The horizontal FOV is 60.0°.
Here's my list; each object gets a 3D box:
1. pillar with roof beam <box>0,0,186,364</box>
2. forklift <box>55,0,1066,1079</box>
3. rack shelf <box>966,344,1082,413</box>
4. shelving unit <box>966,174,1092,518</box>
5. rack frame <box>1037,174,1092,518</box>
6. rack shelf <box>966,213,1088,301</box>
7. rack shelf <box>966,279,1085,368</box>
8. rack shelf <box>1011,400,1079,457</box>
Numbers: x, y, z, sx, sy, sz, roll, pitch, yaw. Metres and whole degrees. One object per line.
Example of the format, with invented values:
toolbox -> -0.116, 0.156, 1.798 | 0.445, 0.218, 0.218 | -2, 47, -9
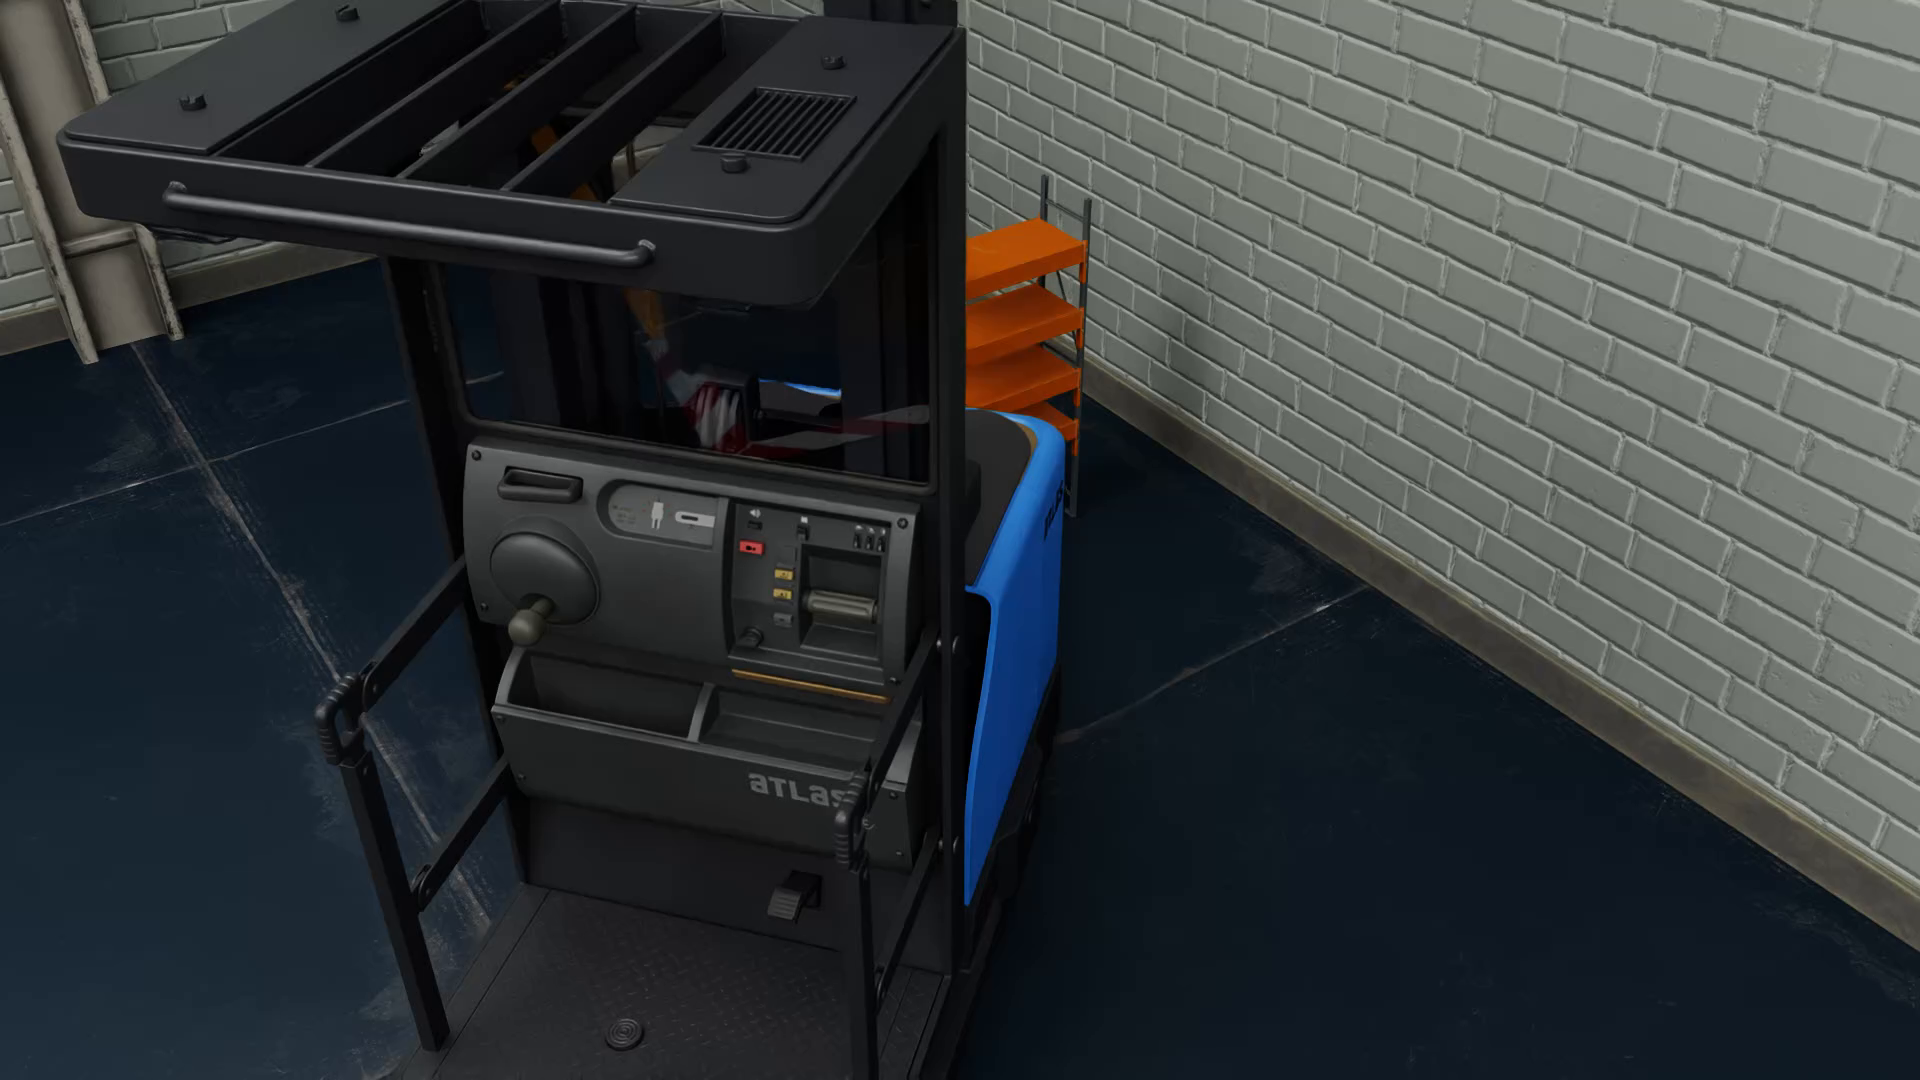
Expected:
pillar with roof beam -> -0.993, -2.449, 1.448 | 0.400, 9.000, 9.100 | -22, 41, -28
forklift -> -0.592, 0.120, 3.073 | 1.130, 2.935, 3.031 | 9, 37, 12
rack shelf -> 0.135, -0.488, 5.516 | 0.480, 0.148, 0.258 | -22, 41, -28
shelving unit -> 0.135, -0.543, 5.477 | 0.503, 1.200, 0.258 | -22, 41, -28
rack frame -> 0.335, -0.625, 5.591 | 0.015, 1.200, 0.240 | -22, 41, -28
rack shelf -> 0.135, -0.862, 5.248 | 0.480, 0.148, 0.258 | -22, 41, -28
rack shelf -> 0.135, -0.670, 5.386 | 0.480, 0.148, 0.258 | -22, 41, -28
rack shelf -> 0.135, -0.327, 5.632 | 0.480, 0.148, 0.258 | -22, 41, -28
